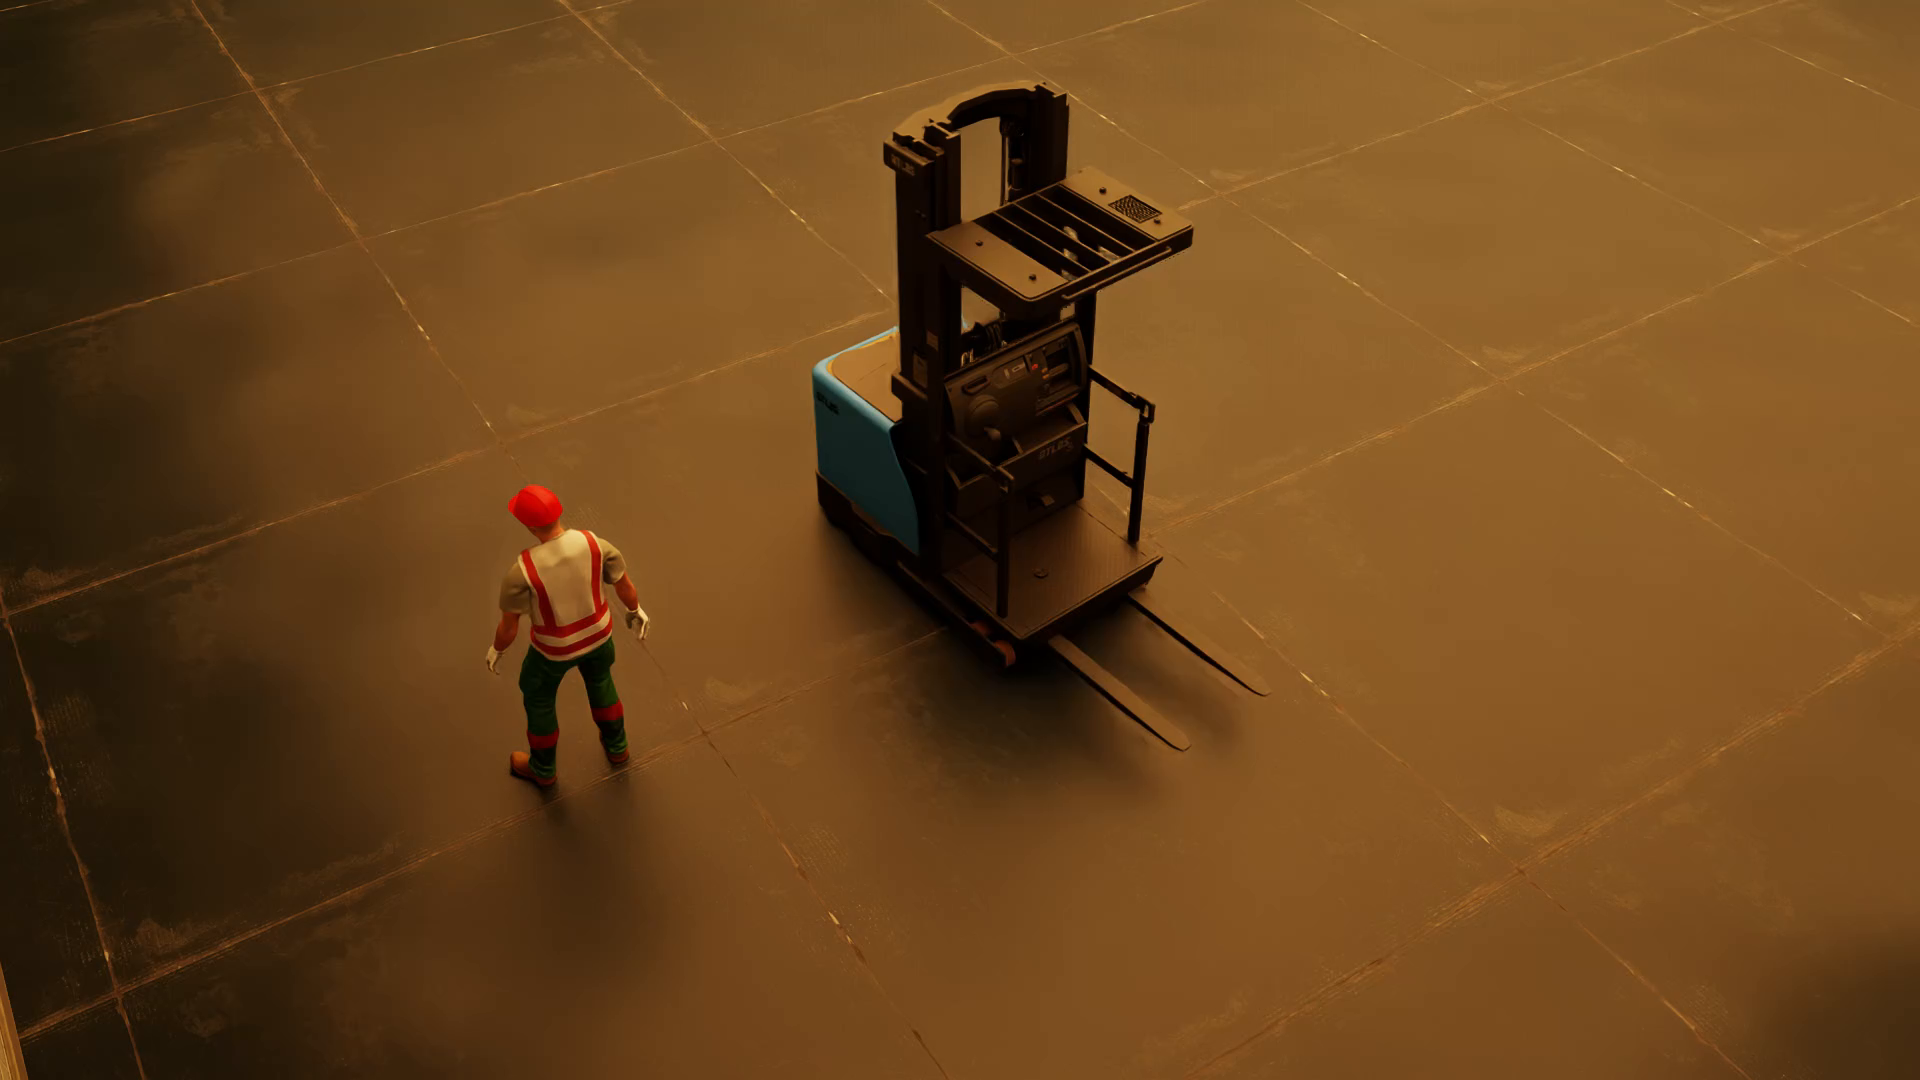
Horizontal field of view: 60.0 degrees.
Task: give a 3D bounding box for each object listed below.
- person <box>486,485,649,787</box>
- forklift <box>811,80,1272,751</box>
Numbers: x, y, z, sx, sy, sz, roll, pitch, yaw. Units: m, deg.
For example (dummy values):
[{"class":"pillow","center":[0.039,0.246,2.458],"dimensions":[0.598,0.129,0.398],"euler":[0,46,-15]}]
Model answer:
[{"class":"person","center":[-1.955,0.455,8.244],"dimensions":[0.803,1.757,0.412],"euler":[-26,47,-27]},{"class":"forklift","center":[0.443,-0.763,8.744],"dimensions":[1.130,2.935,3.031],"euler":[-28,48,-29]}]
